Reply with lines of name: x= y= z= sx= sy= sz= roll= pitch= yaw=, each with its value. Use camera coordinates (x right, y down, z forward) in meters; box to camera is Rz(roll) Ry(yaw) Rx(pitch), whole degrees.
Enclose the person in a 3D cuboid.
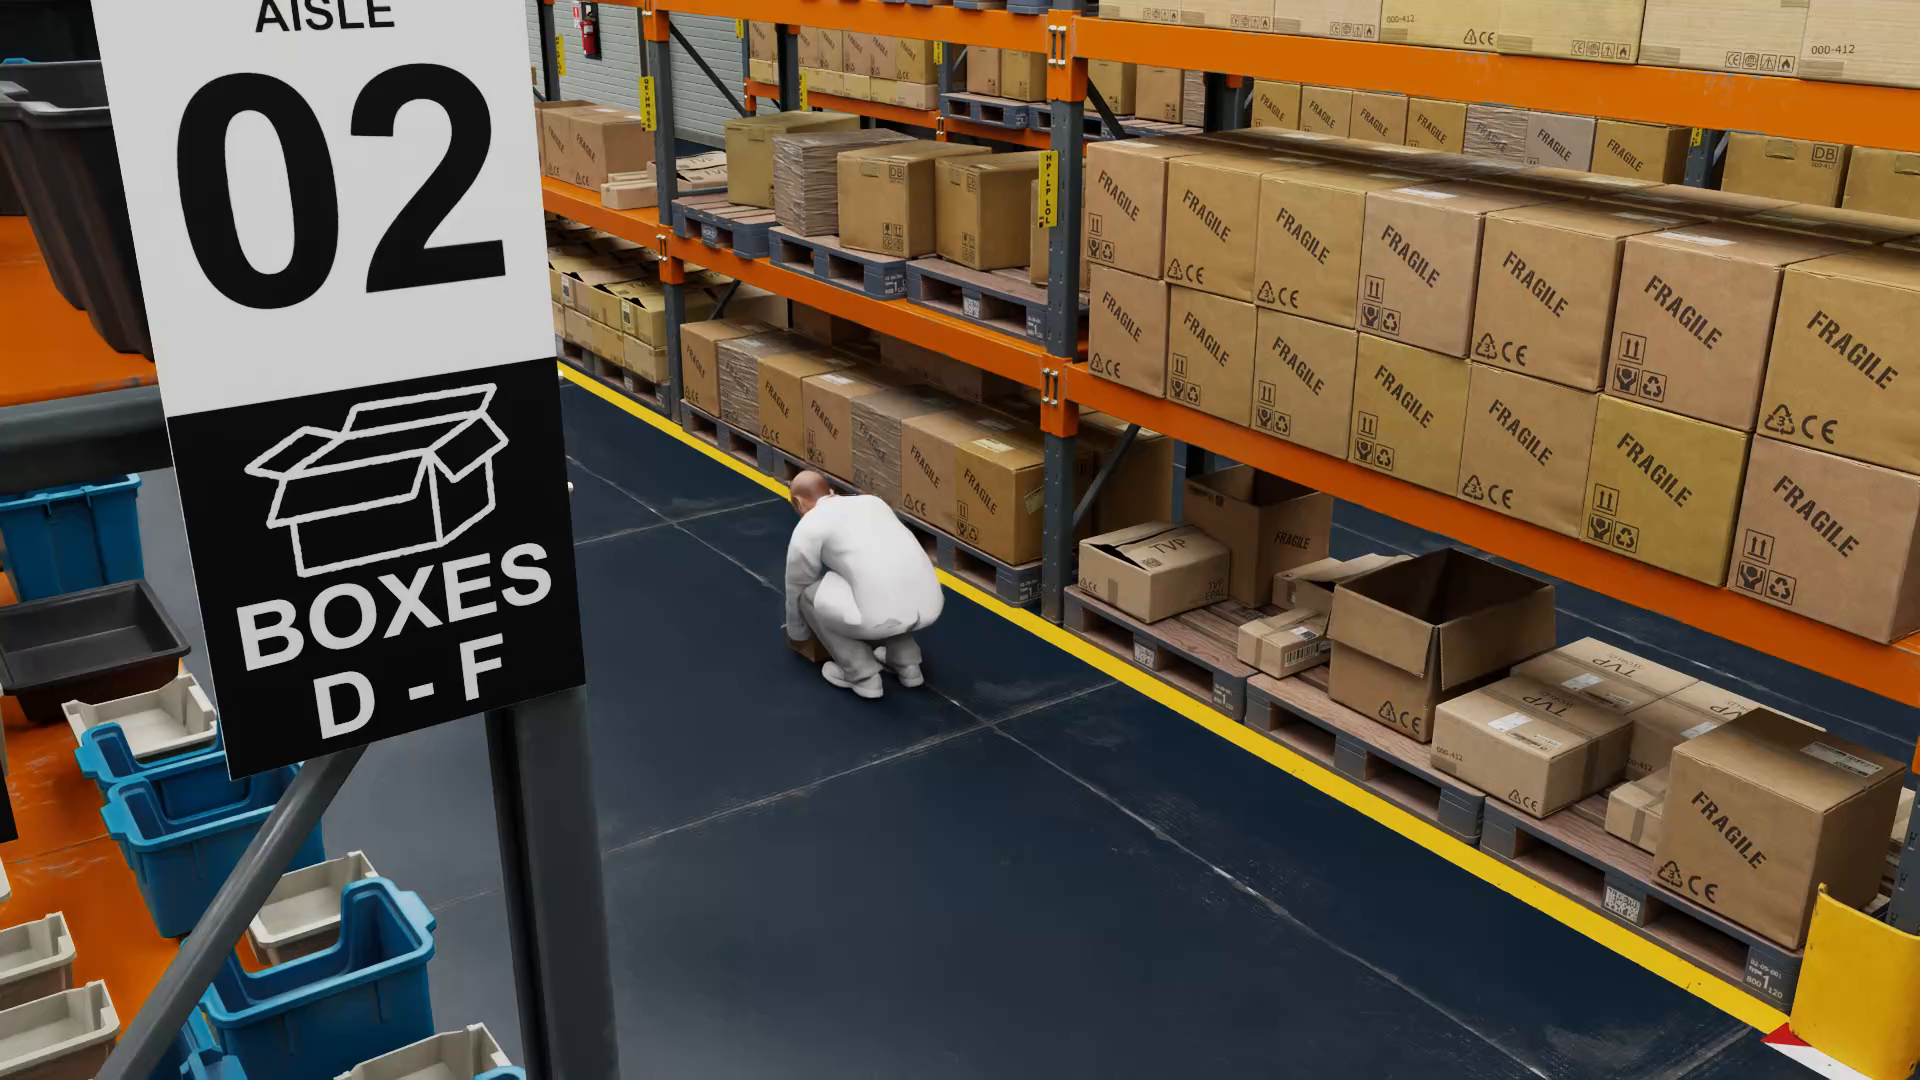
person: x=-0.441 y=0.207 z=7.355 sx=0.599 sy=0.862 sz=0.879 roll=-14 pitch=25 yaw=-33
